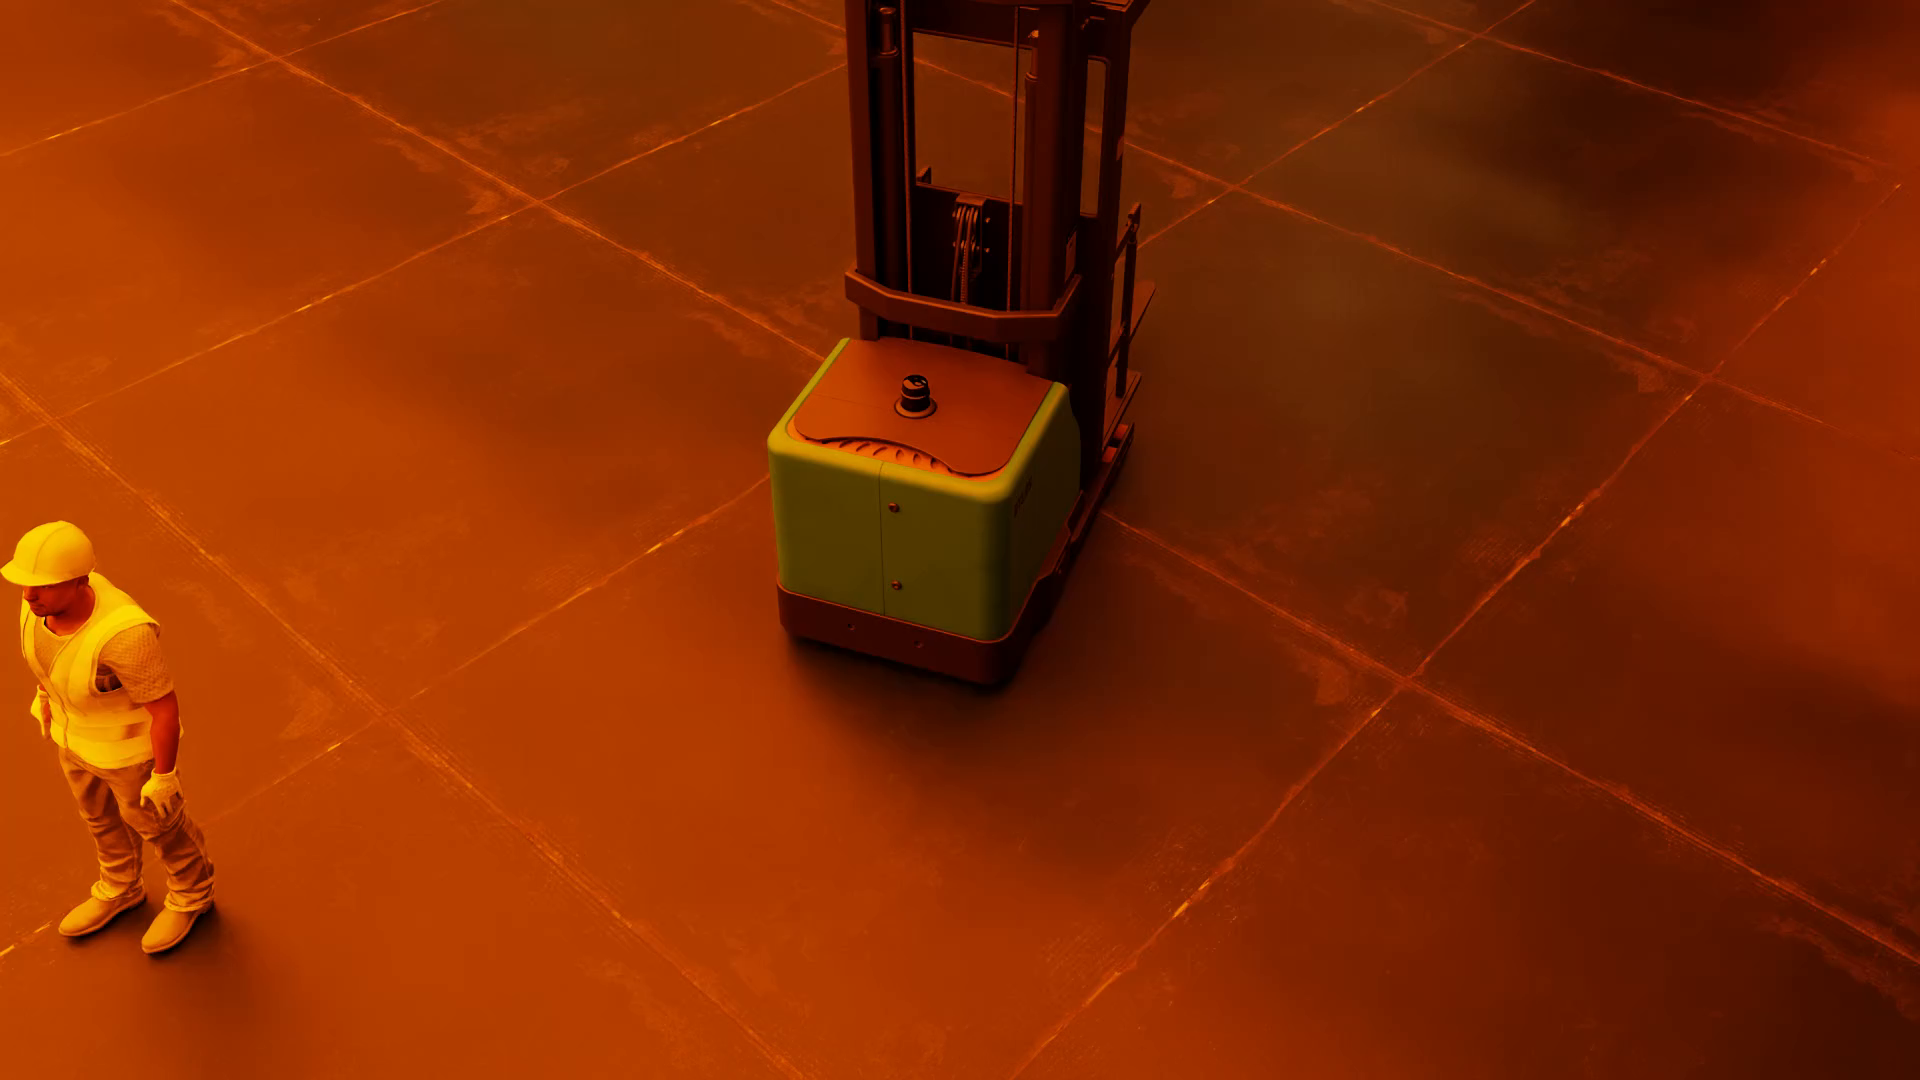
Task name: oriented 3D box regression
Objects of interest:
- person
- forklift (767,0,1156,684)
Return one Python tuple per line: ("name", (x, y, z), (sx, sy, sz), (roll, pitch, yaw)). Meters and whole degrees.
("person", (-2.852, 0.699, 5.488), (0.657, 1.778, 0.577), (23, 46, 24))
("forklift", (0.211, -1.484, 7.158), (1.130, 2.935, 3.031), (14, 42, 15))
